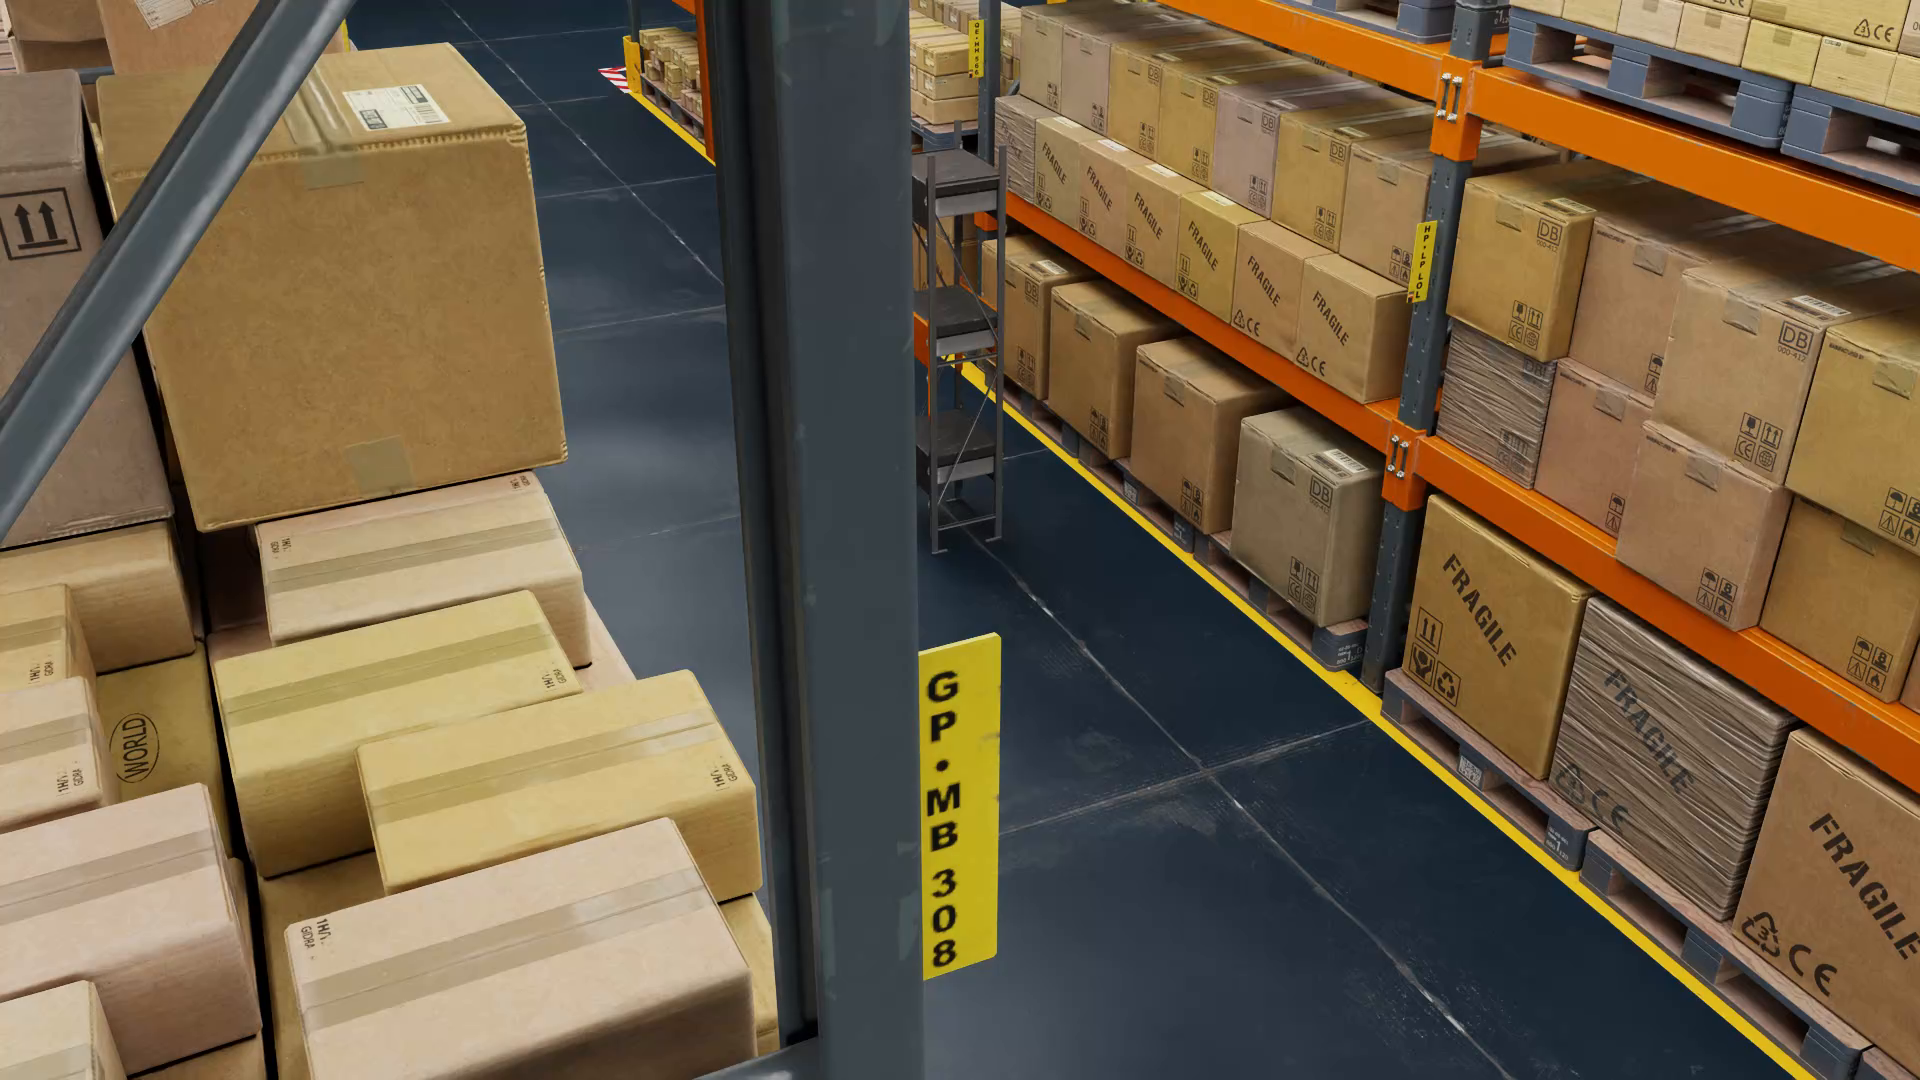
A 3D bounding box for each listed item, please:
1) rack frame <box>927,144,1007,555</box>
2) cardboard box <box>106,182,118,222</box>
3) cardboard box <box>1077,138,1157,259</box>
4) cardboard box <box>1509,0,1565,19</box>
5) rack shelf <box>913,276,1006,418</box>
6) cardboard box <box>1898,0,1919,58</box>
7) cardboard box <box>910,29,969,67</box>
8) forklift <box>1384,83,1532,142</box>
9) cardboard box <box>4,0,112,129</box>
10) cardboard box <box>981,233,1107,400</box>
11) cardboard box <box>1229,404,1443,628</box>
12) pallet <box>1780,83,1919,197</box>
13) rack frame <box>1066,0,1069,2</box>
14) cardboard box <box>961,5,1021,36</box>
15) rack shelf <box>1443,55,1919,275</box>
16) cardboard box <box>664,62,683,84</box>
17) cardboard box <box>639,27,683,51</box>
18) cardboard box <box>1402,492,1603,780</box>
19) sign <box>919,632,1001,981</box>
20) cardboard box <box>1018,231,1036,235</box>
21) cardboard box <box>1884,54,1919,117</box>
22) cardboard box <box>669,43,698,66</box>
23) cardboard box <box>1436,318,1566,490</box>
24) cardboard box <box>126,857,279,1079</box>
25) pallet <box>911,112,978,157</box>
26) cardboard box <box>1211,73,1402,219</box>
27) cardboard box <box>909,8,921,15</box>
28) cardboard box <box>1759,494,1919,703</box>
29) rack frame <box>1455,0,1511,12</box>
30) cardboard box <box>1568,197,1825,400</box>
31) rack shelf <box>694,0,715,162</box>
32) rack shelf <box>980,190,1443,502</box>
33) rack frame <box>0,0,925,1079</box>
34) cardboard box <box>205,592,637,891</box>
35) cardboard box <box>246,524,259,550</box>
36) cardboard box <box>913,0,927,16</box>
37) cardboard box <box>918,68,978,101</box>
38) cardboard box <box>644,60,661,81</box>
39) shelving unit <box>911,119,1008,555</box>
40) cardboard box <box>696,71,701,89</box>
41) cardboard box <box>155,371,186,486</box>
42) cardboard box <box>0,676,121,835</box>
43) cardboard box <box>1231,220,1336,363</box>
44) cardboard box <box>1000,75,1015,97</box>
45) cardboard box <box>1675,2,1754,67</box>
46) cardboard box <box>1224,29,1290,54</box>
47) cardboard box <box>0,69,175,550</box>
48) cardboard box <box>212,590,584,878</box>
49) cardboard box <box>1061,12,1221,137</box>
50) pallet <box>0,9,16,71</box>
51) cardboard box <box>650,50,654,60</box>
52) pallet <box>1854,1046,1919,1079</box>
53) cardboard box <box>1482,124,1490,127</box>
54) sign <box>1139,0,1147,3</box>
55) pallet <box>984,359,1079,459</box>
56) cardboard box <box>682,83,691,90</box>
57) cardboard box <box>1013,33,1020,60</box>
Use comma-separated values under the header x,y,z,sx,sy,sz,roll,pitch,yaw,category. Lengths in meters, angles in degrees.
x,y,z,sx,sy,sz,roll,pitch,yaw,category
0.034,-0.881,8.175,0.400,2.100,0.015,-13,32,-22,rack frame
-1.943,-0.622,3.471,0.380,0.149,0.250,-12,31,-21,cardboard box
0.970,-1.846,8.873,0.500,0.500,0.500,-13,32,-22,cardboard box
2.150,-1.931,5.784,0.380,0.149,0.250,-14,32,-23,cardboard box
-0.071,-0.977,8.374,0.431,0.518,0.480,-13,32,-22,rack shelf
2.911,-1.393,4.418,0.500,0.250,0.500,-13,32,-22,cardboard box
-0.146,-3.069,10.375,0.380,0.149,0.250,-13,32,-23,cardboard box
3.426,-2.715,10.596,3.031,2.935,1.130,6,30,10,forklift
-2.334,-1.505,4.766,0.797,0.503,0.637,-15,32,-24,cardboard box
0.764,-1.418,10.083,1.050,0.750,0.750,-14,32,-23,cardboard box
1.953,-0.194,7.901,1.050,0.750,0.750,-13,32,-22,cardboard box
3.163,-1.105,4.678,1.003,0.211,1.213,-13,32,-22,pallet
1.577,-7.122,18.384,1.000,3.000,0.127,-13,32,-22,rack frame
0.228,-3.427,11.013,0.380,0.149,0.250,-14,32,-24,cardboard box
3.160,-0.848,4.865,1.077,0.370,4.000,-13,32,-22,rack shelf
-2.594,-4.464,15.825,0.380,0.149,0.250,-12,31,-20,cardboard box
-2.933,-4.934,16.360,0.380,0.149,0.250,-15,32,-24,cardboard box
2.508,0.299,6.893,0.875,0.875,0.875,-13,32,-21,cardboard box
-0.015,0.223,1.325,0.100,0.325,0.005,-13,32,-22,sign
0.510,-1.963,11.310,0.500,0.500,0.500,-15,32,-24,cardboard box
2.803,-1.259,4.586,0.380,0.149,0.250,-13,32,-21,cardboard box
-2.532,-4.607,15.777,0.380,0.149,0.250,-15,32,-24,cardboard box
2.470,-0.642,6.675,0.875,0.550,0.550,-13,32,-22,cardboard box
-0.941,0.624,1.657,0.500,0.250,0.500,-12,32,-21,cardboard box
0.182,-2.713,10.717,1.213,0.211,1.003,-13,32,-22,pallet
1.643,-1.885,7.920,0.700,0.500,0.500,-13,32,-22,cardboard box
-0.475,-3.409,10.983,0.380,0.149,0.250,-13,32,-22,cardboard box
3.170,0.072,5.401,0.875,0.550,0.500,-13,32,-22,cardboard box
2.301,-3.354,5.530,1.000,3.000,0.127,-13,32,-22,rack frame
2.769,-0.885,6.004,0.875,0.550,0.550,-13,32,-22,cardboard box
-1.363,-1.158,2.354,1.077,0.370,4.000,-13,32,-22,rack shelf
1.442,-1.307,8.749,1.077,0.370,4.000,-13,32,-22,rack shelf
-0.502,-0.591,0.603,0.949,2.616,0.053,-13,32,-22,rack frame
-0.705,0.290,2.252,0.500,0.250,0.500,-14,32,-23,cardboard box
-0.942,-0.142,2.615,0.380,0.149,0.250,-15,32,-24,cardboard box
-0.109,-3.773,11.631,0.380,0.149,0.250,-14,32,-23,cardboard box
-0.040,-2.830,10.253,0.380,0.149,0.250,-12,32,-21,cardboard box
-2.915,-4.679,16.513,0.380,0.149,0.250,-12,32,-21,cardboard box
-0.071,-0.989,8.367,0.431,2.100,0.503,-13,32,-22,shelving unit
-2.148,-4.133,14.932,0.380,0.149,0.250,-14,32,-24,cardboard box
-1.591,-0.045,2.850,0.500,0.250,0.500,-14,32,-23,cardboard box
-1.128,0.315,1.800,0.380,0.149,0.250,-15,32,-24,cardboard box
1.619,-1.178,7.682,0.500,0.500,0.500,-13,32,-23,cardboard box
0.459,-2.936,10.747,0.380,0.149,0.250,-11,31,-20,cardboard box
2.476,-1.595,5.187,0.380,0.149,0.250,-14,32,-23,cardboard box
3.121,-4.721,16.292,0.875,0.438,0.875,-14,32,-23,cardboard box
-1.399,-0.305,2.242,0.500,0.500,0.500,-13,32,-22,cardboard box
-0.658,0.219,1.971,0.380,0.149,0.250,-14,32,-23,cardboard box
0.986,-2.560,9.125,0.700,0.500,0.500,-14,32,-23,cardboard box
-2.839,-1.719,5.874,1.213,0.211,1.003,-13,32,-22,pallet
-2.858,-4.822,16.464,0.380,0.149,0.250,-12,31,-20,cardboard box
3.604,1.909,5.129,1.003,0.211,1.213,-13,32,-22,pallet
4.410,-3.562,13.778,0.875,0.875,0.875,-13,32,-21,cardboard box
1.084,-3.127,10.076,0.100,0.325,0.005,-13,32,-22,sign
0.854,-0.924,10.182,1.003,0.211,1.213,-13,32,-22,pallet
-2.409,-4.244,15.737,0.380,0.149,0.250,-13,32,-22,cardboard box
0.558,-3.084,10.402,0.380,0.149,0.250,-13,32,-22,cardboard box
